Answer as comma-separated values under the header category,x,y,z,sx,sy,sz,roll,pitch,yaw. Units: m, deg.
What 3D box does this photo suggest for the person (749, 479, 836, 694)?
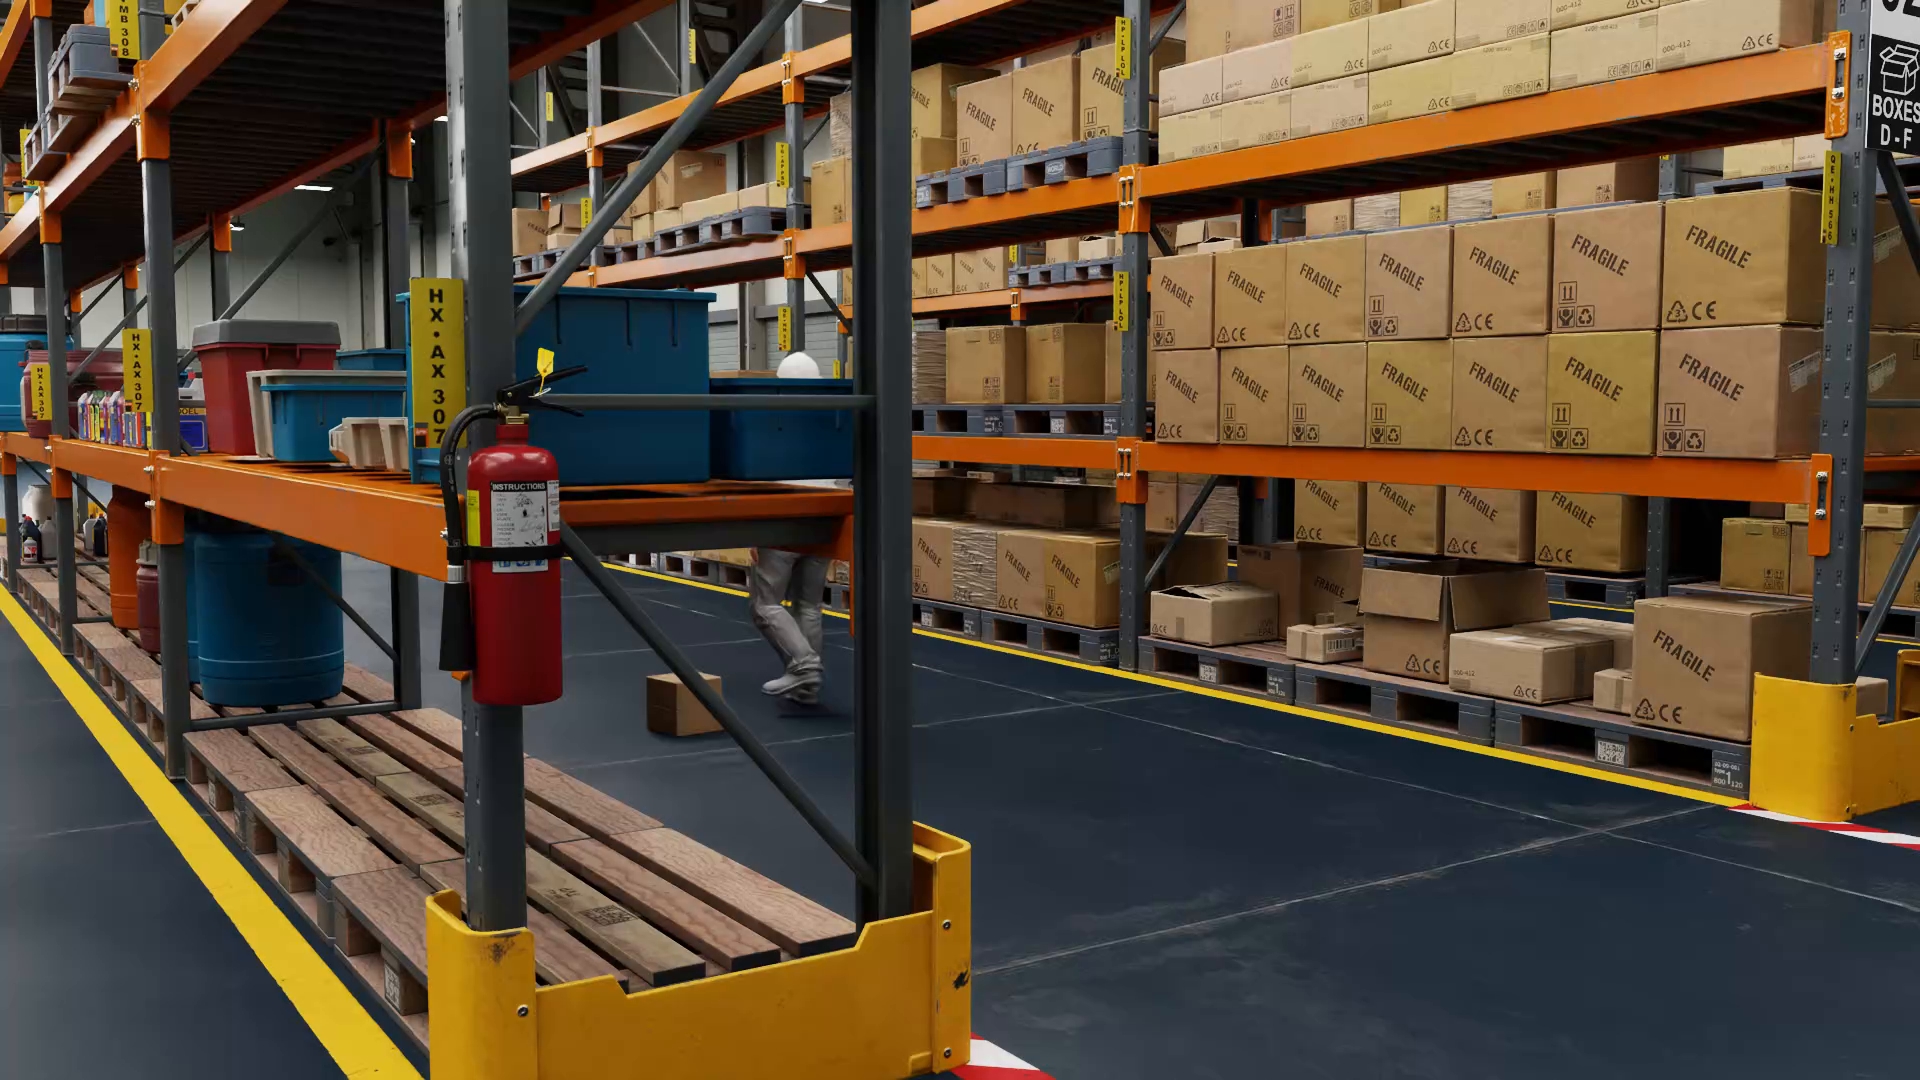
category,x,y,z,sx,sy,sz,roll,pitch,yaw
person,-0.788,0.031,8.302,0.465,1.490,0.526,-3,6,-37
